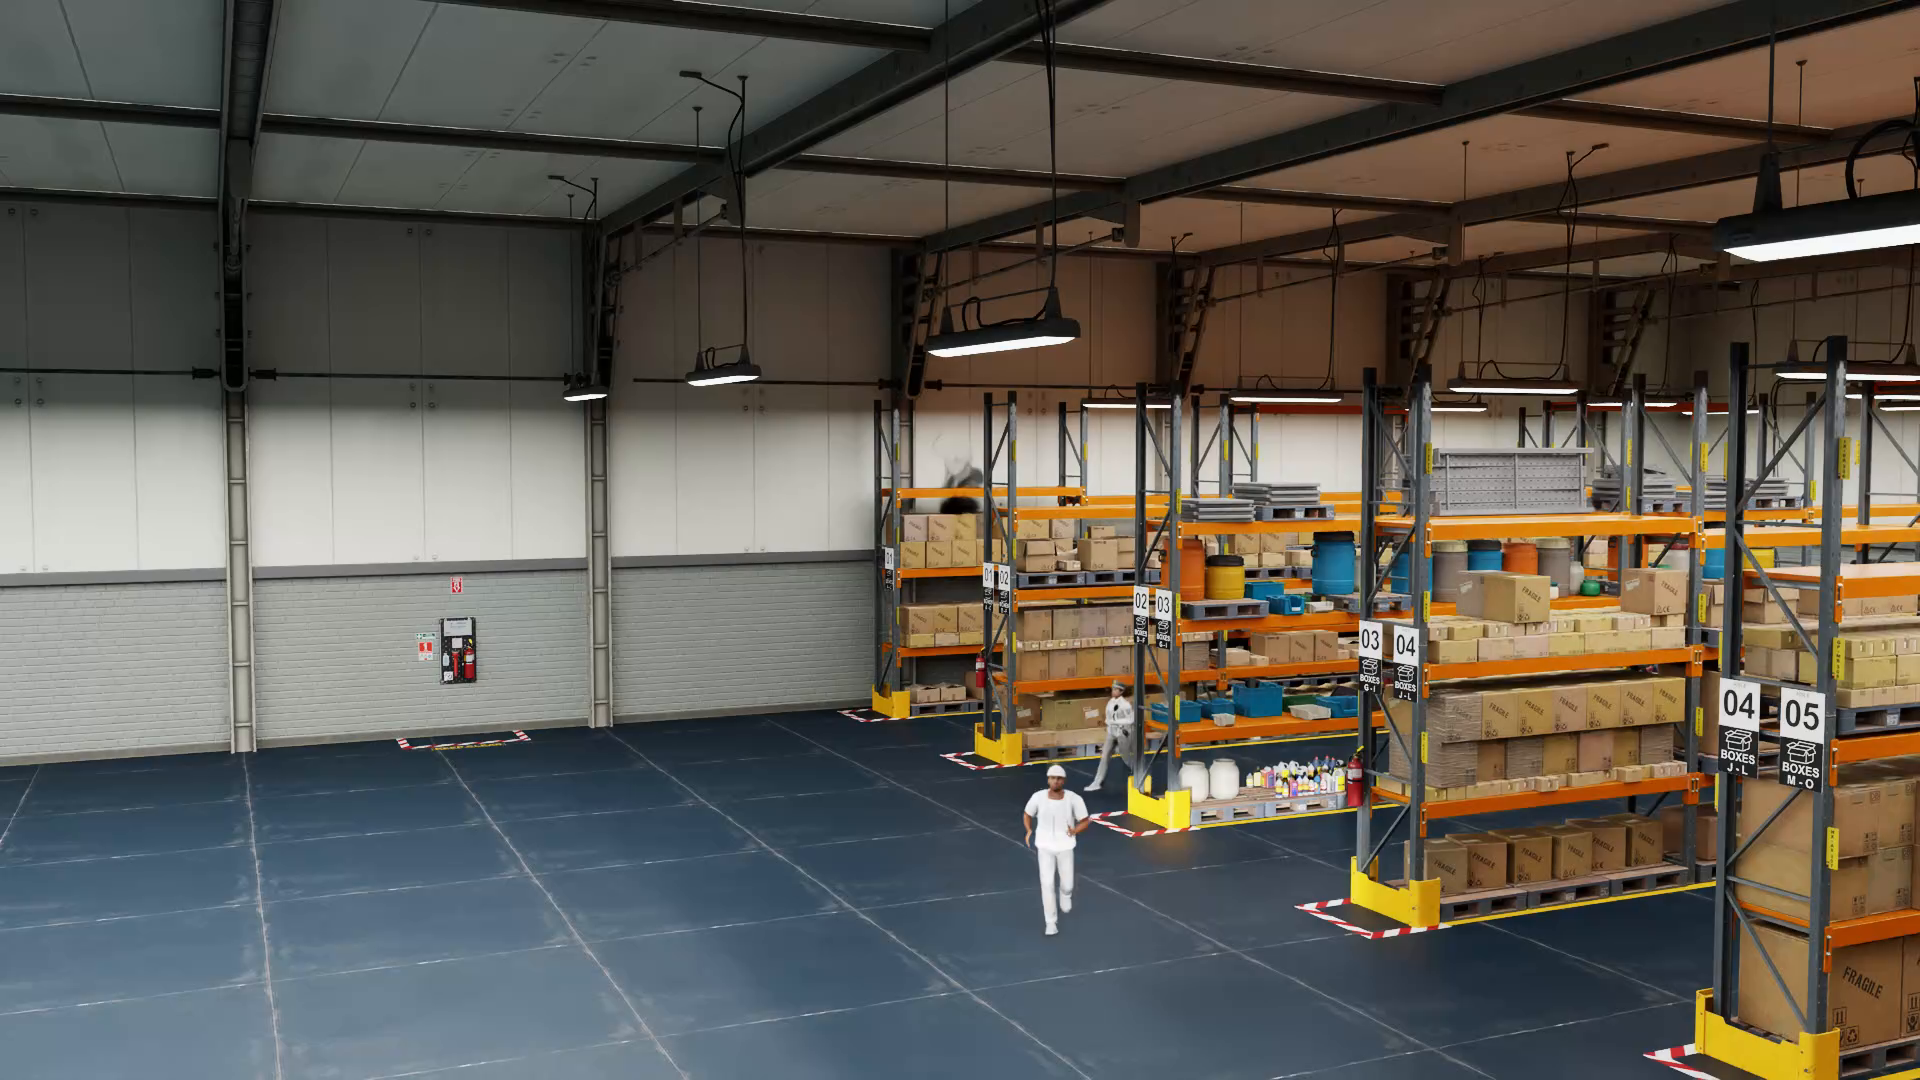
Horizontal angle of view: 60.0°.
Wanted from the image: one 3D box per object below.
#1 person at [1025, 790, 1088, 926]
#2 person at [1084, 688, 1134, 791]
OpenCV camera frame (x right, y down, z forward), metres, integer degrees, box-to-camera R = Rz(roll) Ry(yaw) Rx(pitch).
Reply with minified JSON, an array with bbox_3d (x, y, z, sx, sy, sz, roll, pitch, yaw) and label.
[{"bbox_3d":[1.027,3.368,17.774,0.684,1.400,0.676,0,3,6],"label":"person"},{"bbox_3d":[2.327,2.885,24.322,1.012,1.638,0.627,-2,4,-35],"label":"person"}]
